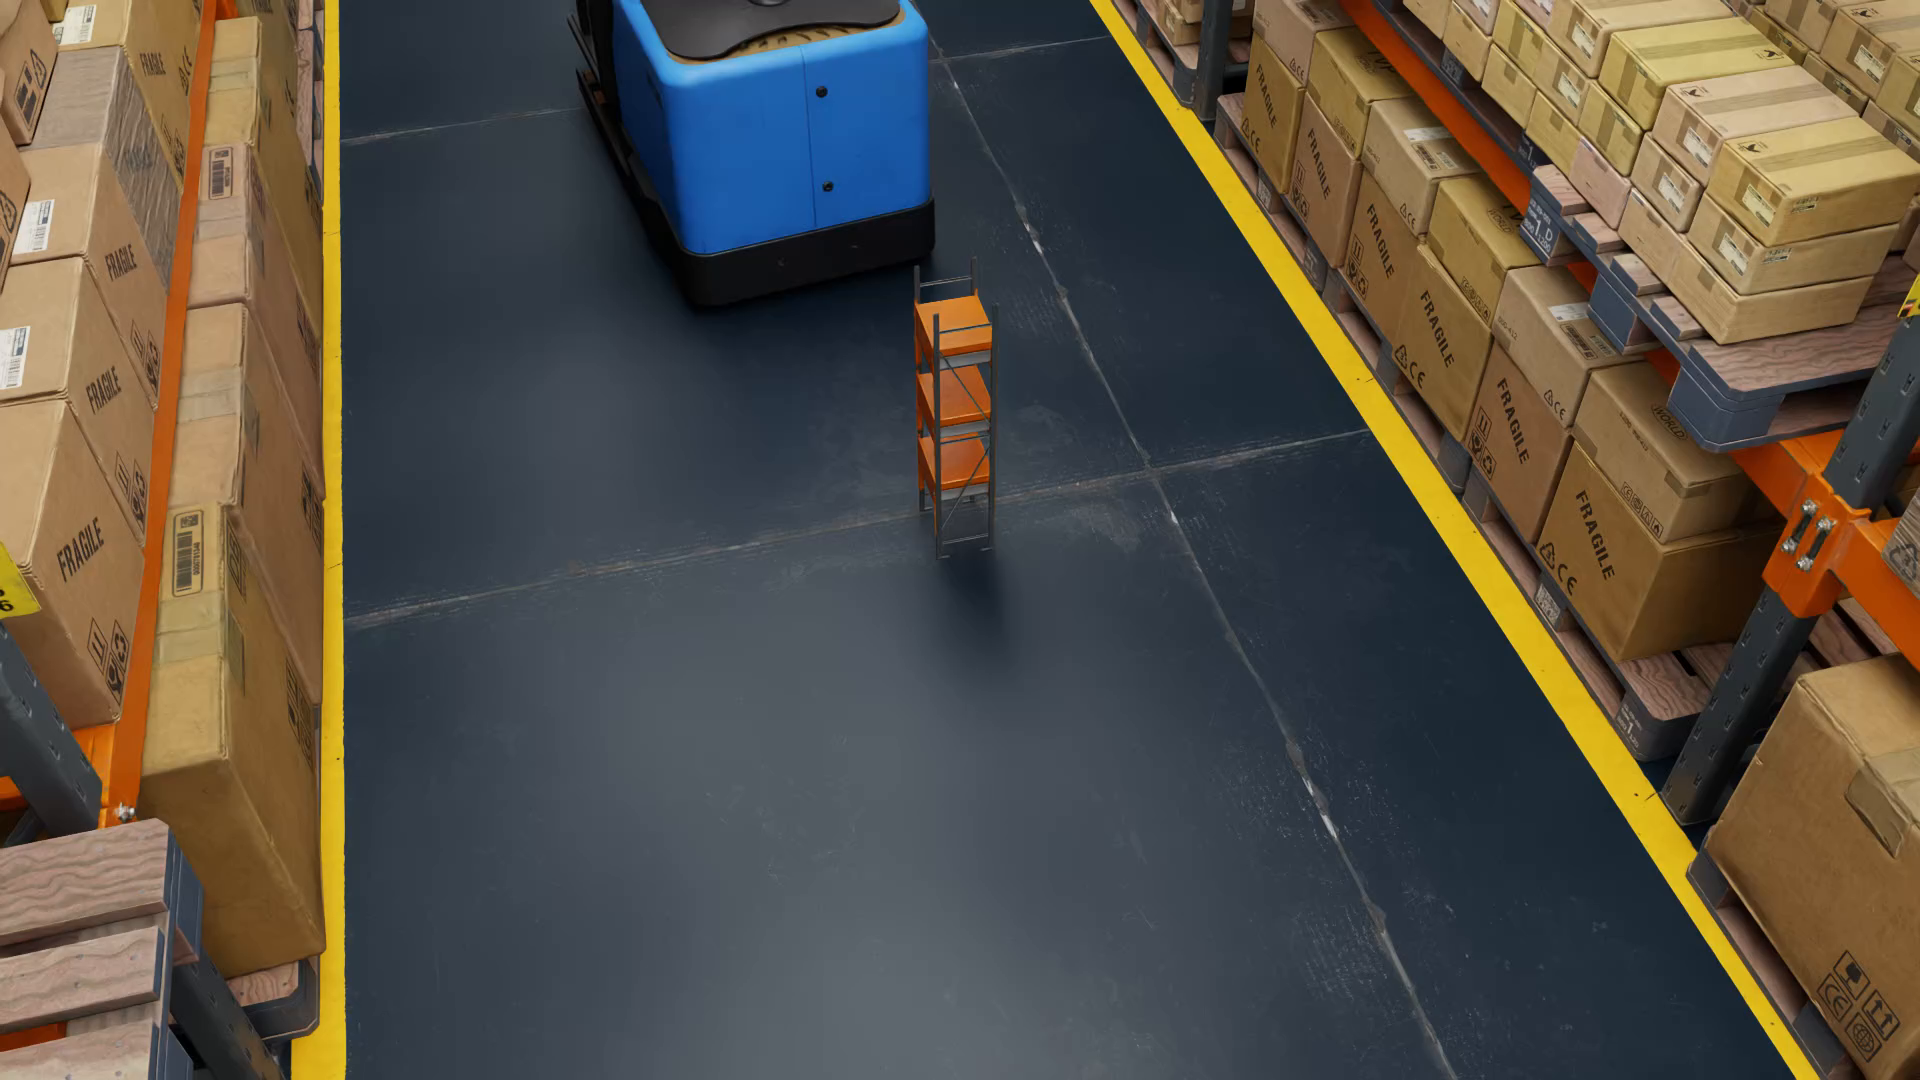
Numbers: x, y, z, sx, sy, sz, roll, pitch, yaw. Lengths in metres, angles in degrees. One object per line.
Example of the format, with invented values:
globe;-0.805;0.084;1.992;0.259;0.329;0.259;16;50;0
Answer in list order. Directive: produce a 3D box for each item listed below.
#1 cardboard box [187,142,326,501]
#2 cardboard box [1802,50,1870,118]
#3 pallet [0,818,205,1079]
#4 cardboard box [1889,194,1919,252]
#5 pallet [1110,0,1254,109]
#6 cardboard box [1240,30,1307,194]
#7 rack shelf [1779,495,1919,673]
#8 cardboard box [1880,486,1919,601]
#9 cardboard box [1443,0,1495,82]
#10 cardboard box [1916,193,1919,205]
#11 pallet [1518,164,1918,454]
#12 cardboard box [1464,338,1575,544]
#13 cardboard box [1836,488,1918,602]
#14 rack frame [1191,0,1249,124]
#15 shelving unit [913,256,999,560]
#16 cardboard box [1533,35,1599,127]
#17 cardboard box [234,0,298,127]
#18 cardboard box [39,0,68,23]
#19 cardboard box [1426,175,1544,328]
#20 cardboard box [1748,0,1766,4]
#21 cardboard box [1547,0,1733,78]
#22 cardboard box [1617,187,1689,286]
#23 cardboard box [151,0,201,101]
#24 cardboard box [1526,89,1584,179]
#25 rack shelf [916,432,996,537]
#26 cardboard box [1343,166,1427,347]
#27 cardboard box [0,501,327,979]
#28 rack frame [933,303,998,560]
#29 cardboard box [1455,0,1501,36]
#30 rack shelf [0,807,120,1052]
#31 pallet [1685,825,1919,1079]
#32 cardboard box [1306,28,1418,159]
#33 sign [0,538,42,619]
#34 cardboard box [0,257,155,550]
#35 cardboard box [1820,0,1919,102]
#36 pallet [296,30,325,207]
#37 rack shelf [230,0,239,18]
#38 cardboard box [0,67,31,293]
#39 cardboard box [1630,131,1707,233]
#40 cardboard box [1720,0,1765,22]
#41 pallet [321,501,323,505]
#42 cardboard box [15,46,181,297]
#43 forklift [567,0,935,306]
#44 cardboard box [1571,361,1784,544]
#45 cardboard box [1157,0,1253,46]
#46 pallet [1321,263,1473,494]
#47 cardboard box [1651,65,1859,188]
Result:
cardboard box;-2.836;-0.604;5.435;1.225;0.875;0.875;-12;47;-12
cardboard box;2.523;-1.235;4.534;0.380;0.149;0.250;-12;47;-12
pallet;-1.939;1.046;2.759;1.213;0.211;1.003;-11;47;-10
cardboard box;2.608;-0.921;4.435;0.380;0.149;0.250;-9;46;-8
pallet;1.365;-2.574;8.125;1.003;0.211;1.213;-11;47;-10
cardboard box;1.504;-1.806;6.876;0.500;0.500;0.500;-9;46;-9
rack shelf;3.108;1.301;2.878;1.077;0.370;4.000;-11;47;-10
cardboard box;2.450;-0.007;3.587;0.500;0.500;0.500;-10;46;-10
cardboard box;1.702;-1.533;5.034;0.380;0.149;0.250;-9;46;-9
cardboard box;2.666;-0.865;4.171;0.380;0.149;0.250;-9;46;-9
pallet;2.310;-0.737;4.506;1.213;0.211;1.003;-11;47;-10
cardboard box;2.045;-0.369;5.468;0.500;0.500;0.500;-9;46;-9
cardboard box;2.661;-0.138;5.241;0.500;0.500;0.500;-13;47;-12
rack frame;1.572;-3.093;6.681;1.000;3.000;0.127;-11;47;-10
shelving unit;-0.014;-0.404;5.411;0.215;1.050;0.252;-11;47;-10
cardboard box;1.826;-1.290;4.588;0.380;0.149;0.250;-11;47;-10
cardboard box;-3.341;-2.129;6.930;0.875;0.875;0.875;-11;47;-10
cardboard box;-2.913;-1.726;4.569;0.797;0.503;0.637;-10;46;-10
cardboard box;1.912;-0.990;5.552;0.500;0.250;0.500;-10;46;-9
cardboard box;2.396;-1.678;4.759;0.380;0.149;0.250;-9;46;-8
cardboard box;1.826;-1.391;4.479;0.380;0.149;0.250;-9;46;-9
cardboard box;1.963;-0.819;4.334;0.380;0.149;0.250;-11;47;-10
cardboard box;-2.745;-1.675;5.221;0.500;0.500;0.500;-9;46;-9
cardboard box;1.837;-1.169;4.677;0.380;0.149;0.250;-11;47;-11
rack shelf;-0.014;-0.202;5.617;0.215;0.259;0.240;-11;47;-10
cardboard box;1.789;-1.082;6.166;0.500;0.500;0.500;-10;46;-10
cardboard box;-2.381;0.622;4.234;1.225;0.875;0.875;-13;47;-12
rack frame;0.018;-0.320;5.329;0.200;1.050;0.008;-11;47;-10
cardboard box;1.697;-1.642;4.933;0.380;0.149;0.250;-10;46;-9
rack shelf;-1.713;2.138;2.058;1.077;0.370;4.000;-11;47;-10
pallet;2.725;1.203;4.423;1.003;0.211;1.213;-11;47;-10
cardboard box;1.644;-1.702;6.249;0.500;0.250;0.500;-10;46;-9
sign;-1.703;0.023;2.872;0.100;0.325;0.005;-11;47;-10
cardboard box;-2.221;-0.270;3.844;0.500;0.500;0.500;-12;47;-11
cardboard box;2.535;-1.308;4.397;0.380;0.149;0.250;-11;47;-11
pallet;-3.368;-1.819;7.385;1.003;0.211;1.213;-11;47;-10
rack shelf;-3.761;-3.385;7.471;1.077;0.370;4.000;-11;47;-10
cardboard box;-2.561;-0.838;3.699;0.797;0.503;0.637;-10;46;-9
cardboard box;1.959;-0.936;4.241;0.380;0.149;0.250;-9;46;-9
cardboard box;2.395;-1.582;4.873;0.380;0.149;0.250;-11;47;-10
pallet;-2.663;0.083;5.521;1.003;0.211;1.213;-11;47;-10
cardboard box;-2.481;-0.969;4.529;0.500;0.500;0.500;-11;47;-10
forklift;-1.124;-3.016;6.653;1.130;2.935;3.031;-16;48;-15
cardboard box;2.167;-0.290;4.865;0.500;0.250;0.500;-12;47;-11
cardboard box;1.142;-2.450;7.753;0.380;0.149;0.250;-10;46;-10
pallet;2.088;-0.736;6.323;1.003;0.211;1.213;-11;47;-10
cardboard box;1.965;-1.027;4.121;0.380;0.149;0.250;-11;47;-11
